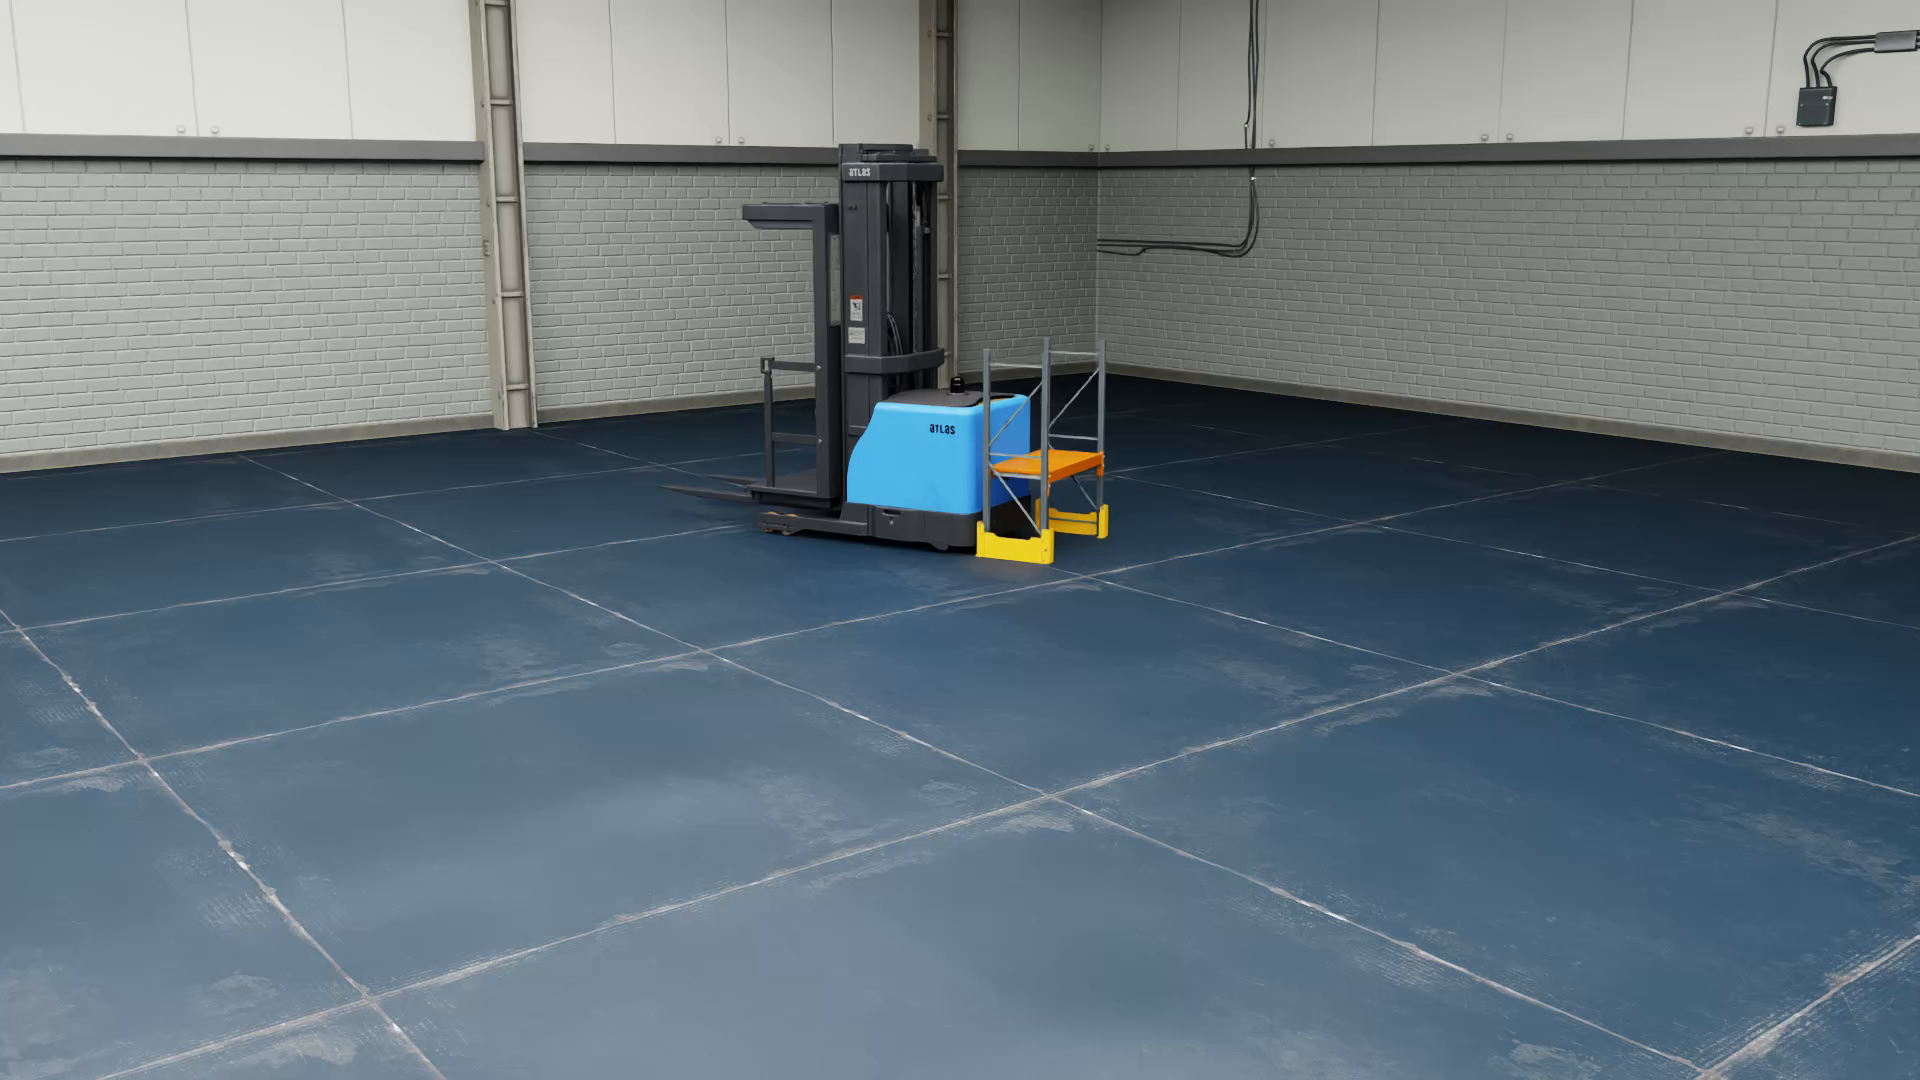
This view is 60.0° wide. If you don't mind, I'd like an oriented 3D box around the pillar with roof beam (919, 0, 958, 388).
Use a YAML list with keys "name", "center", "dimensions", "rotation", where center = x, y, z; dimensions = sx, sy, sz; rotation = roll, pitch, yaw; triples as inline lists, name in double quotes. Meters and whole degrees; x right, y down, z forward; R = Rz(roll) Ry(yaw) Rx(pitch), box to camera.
- name: "pillar with roof beam"
  center: [2.413, -5.743, 18.009]
  dimensions: [0.400, 9.000, 9.100]
  rotation: [-9, 15, -38]

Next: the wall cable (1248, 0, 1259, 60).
- name: "wall cable"
  center: [4.540, -7.122, 19.819]
  dimensions: [0.112, 2.526, 3.097]
  rotation: [-9, 15, -38]

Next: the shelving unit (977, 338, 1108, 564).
- name: "shelving unit"
  center: [0.626, -0.686, 12.248]
  dimensions: [0.587, 1.500, 1.083]
  rotation: [6, 13, 27]

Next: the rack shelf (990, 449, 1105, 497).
- name: "rack shelf"
  center: [0.630, -0.512, 12.293]
  dimensions: [0.538, 0.185, 1.000]
  rotation: [6, 13, 27]

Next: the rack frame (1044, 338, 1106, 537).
- name: "rack frame"
  center: [0.866, -0.781, 12.696]
  dimensions: [0.500, 1.500, 0.032]
  rotation: [6, 13, 27]

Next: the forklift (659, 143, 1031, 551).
- name: "forklift"
  center: [-0.986, -1.555, 12.898]
  dimensions: [3.031, 2.935, 1.130]
  rotation: [7, 14, 29]

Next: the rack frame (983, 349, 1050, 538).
- name: "rack frame"
  center: [0.394, -0.594, 11.815]
  dimensions: [0.500, 1.500, 0.032]
  rotation: [6, 13, 27]

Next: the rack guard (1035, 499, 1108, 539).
- name: "rack guard"
  center: [0.857, -0.166, 12.809]
  dimensions: [0.587, 0.250, 0.087]
  rotation: [6, 13, 27]

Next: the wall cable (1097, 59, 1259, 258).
- name: "wall cable"
  center: [2.850, -5.090, 22.410]
  dimensions: [0.112, 2.526, 3.097]
  rotation: [-9, 15, -38]

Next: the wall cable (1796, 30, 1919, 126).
- name: "wall cable"
  center: [8.768, -6.731, 14.473]
  dimensions: [0.169, 6.003, 2.305]
  rotation: [-9, 15, -38]

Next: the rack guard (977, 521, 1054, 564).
- name: "rack guard"
  center: [0.395, 0.017, 11.946]
  dimensions: [0.587, 0.250, 0.087]
  rotation: [6, 13, 27]

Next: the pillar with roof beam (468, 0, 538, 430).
- name: "pillar with roof beam"
  center: [-2.273, -4.964, 14.343]
  dimensions: [0.400, 9.000, 9.100]
  rotation: [-9, 15, -38]
